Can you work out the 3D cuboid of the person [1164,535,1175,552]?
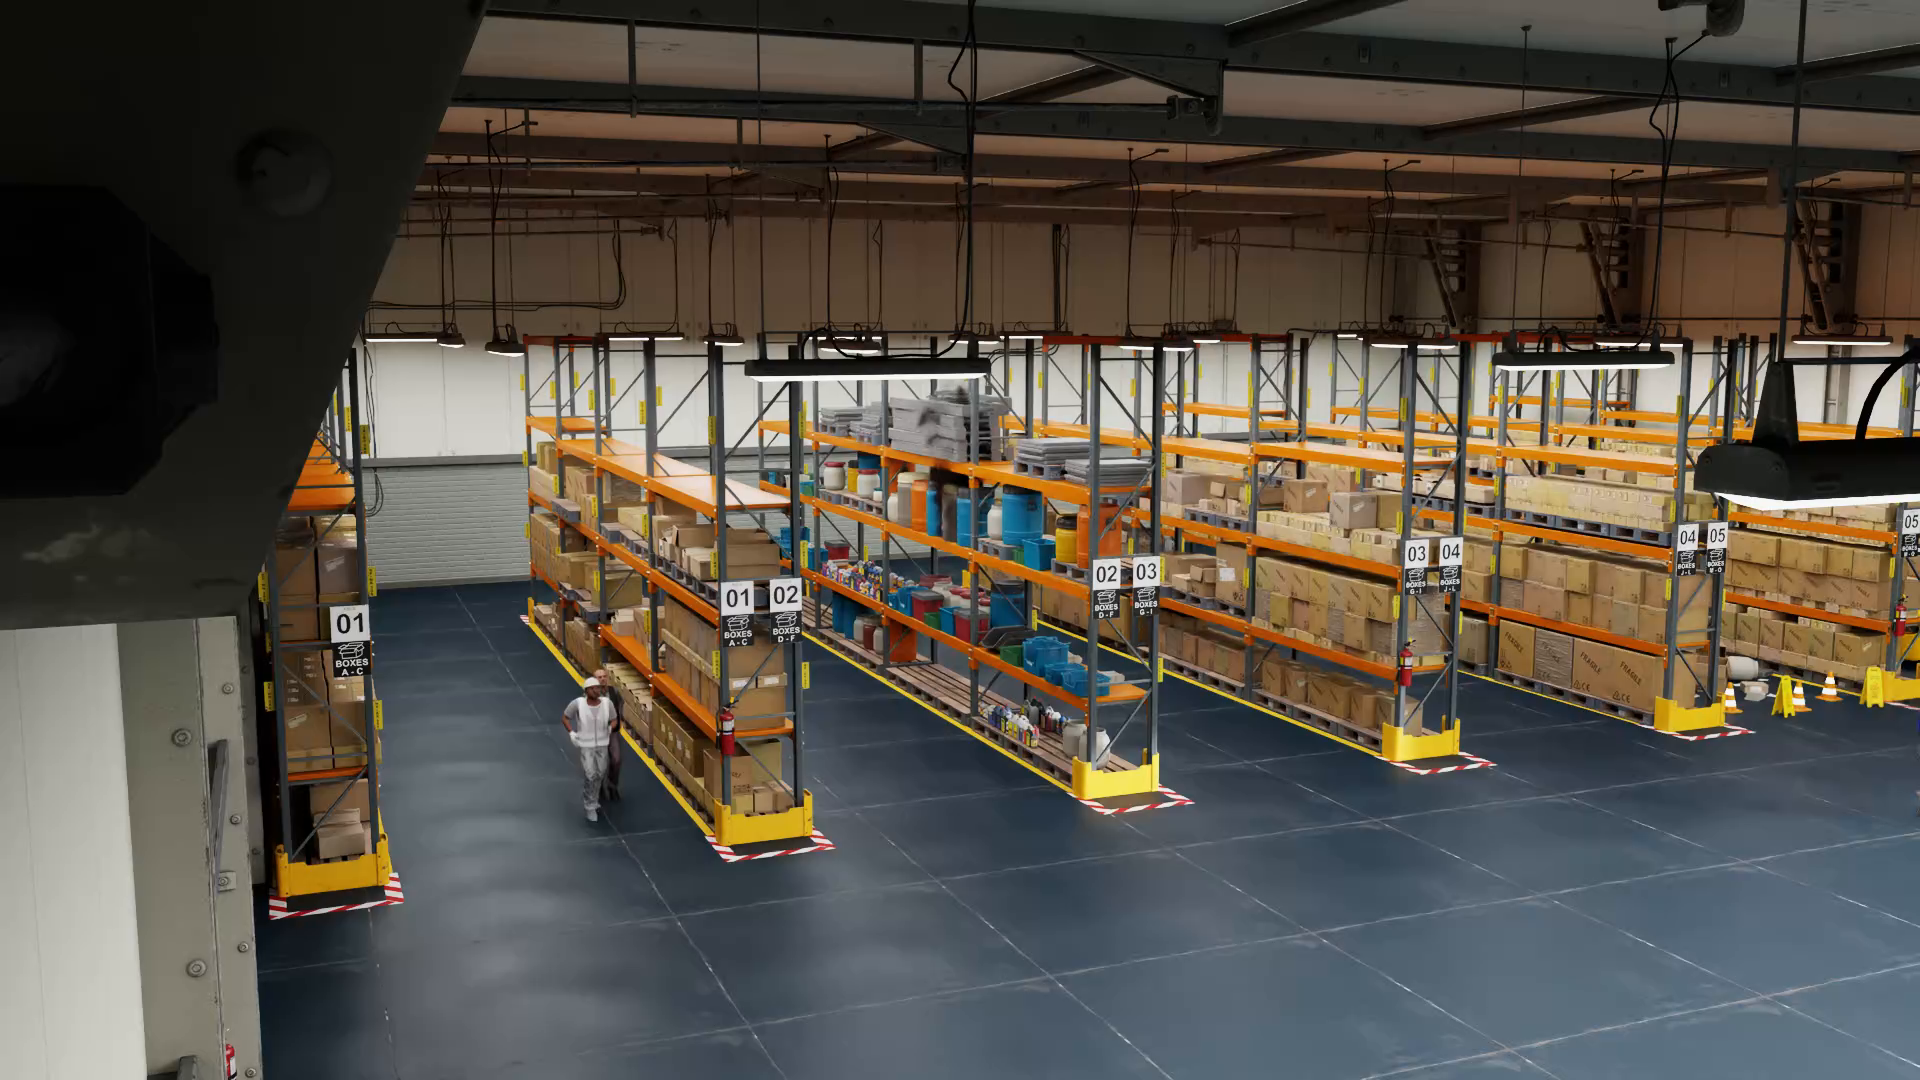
[{"bbox_3d":[5.312,-0.047,41.815,0.522,1.656,0.604,-3,8,-21],"label":"person"}]

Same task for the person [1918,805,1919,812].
[{"bbox_3d":[12.562,2.725,21.049,0.657,1.644,0.545,1,8,9],"label":"person"}]

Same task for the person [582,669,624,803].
[{"bbox_3d":[-4.686,2.580,21.913,0.637,1.763,0.711,-3,8,-23],"label":"person"}]

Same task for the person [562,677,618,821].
[{"bbox_3d":[-4.672,2.658,21.200,0.661,1.844,0.686,-4,9,-30],"label":"person"}]
